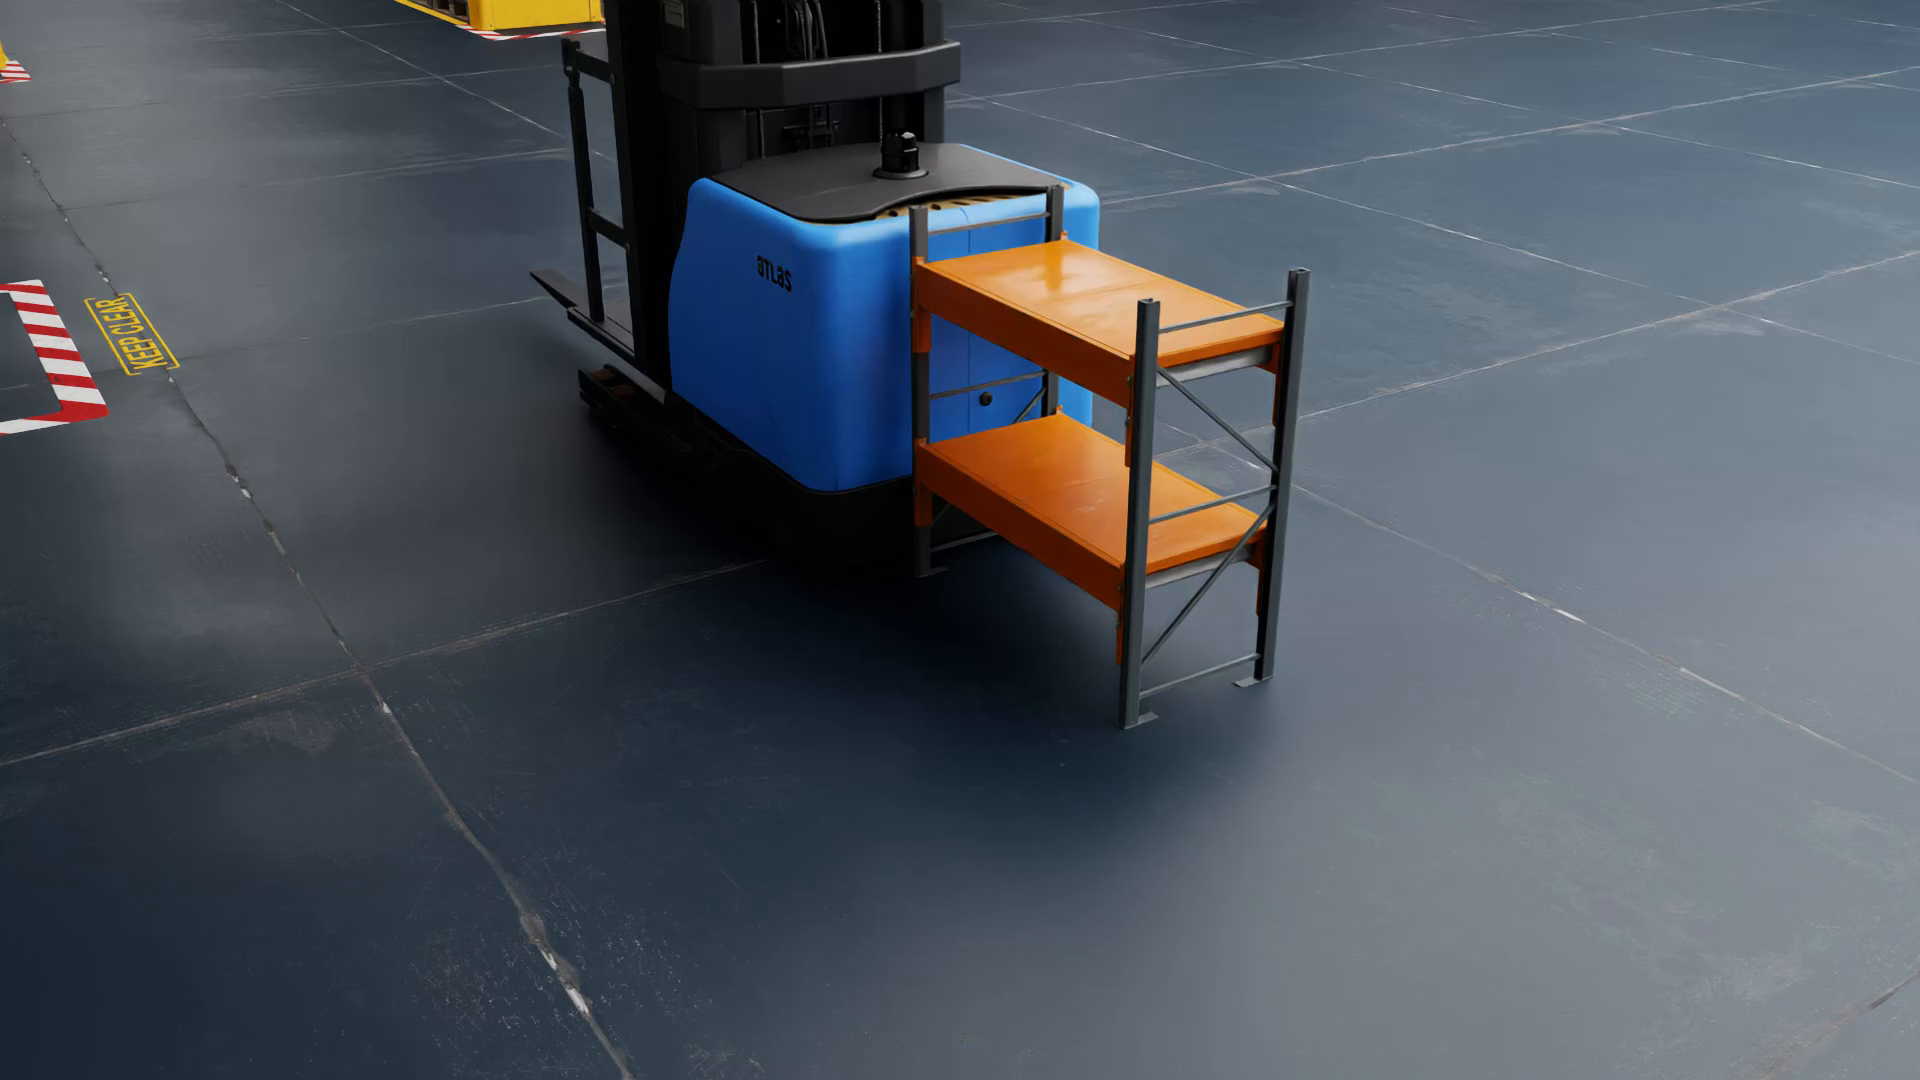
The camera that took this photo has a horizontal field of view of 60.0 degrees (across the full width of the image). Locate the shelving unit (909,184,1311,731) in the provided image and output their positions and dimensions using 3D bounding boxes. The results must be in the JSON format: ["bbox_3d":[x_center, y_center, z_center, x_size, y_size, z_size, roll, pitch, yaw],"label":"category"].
[{"bbox_3d":[0.350,-0.269,4.503,0.538,1.125,1.048,-15,29,-29],"label":"shelving unit"}]

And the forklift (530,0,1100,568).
[{"bbox_3d":[-0.775,-1.826,5.685,1.130,2.935,3.031,-15,29,-29],"label":"forklift"}]

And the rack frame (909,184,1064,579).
[{"bbox_3d":[0.080,-0.453,4.892,0.500,1.125,0.032,-15,29,-29],"label":"rack frame"}]

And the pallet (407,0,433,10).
[{"bbox_3d":[-5.031,-5.570,16.801,1.003,0.211,1.213,-16,29,-30],"label":"pallet"}]

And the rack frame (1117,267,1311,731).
[{"bbox_3d":[0.621,-0.086,4.114,0.500,1.125,0.032,-15,29,-29],"label":"rack frame"}]

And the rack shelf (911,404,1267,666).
[{"bbox_3d":[0.350,-0.048,4.608,0.538,0.278,1.000,-15,29,-29],"label":"rack shelf"}]

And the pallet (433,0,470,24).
[{"bbox_3d":[-4.369,-5.134,15.878,1.003,0.211,1.213,-16,29,-30],"label":"pallet"}]

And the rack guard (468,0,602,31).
[{"bbox_3d":[-3.903,-4.992,15.239,1.175,0.500,0.348,-16,29,-30],"label":"rack guard"}]

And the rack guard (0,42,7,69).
[{"bbox_3d":[-8.106,-3.872,12.867,1.175,0.500,0.348,-16,29,-30],"label":"rack guard"}]

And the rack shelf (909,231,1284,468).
[{"bbox_3d":[0.350,-0.534,4.378,0.538,0.278,1.000,-15,29,-29],"label":"rack shelf"}]
